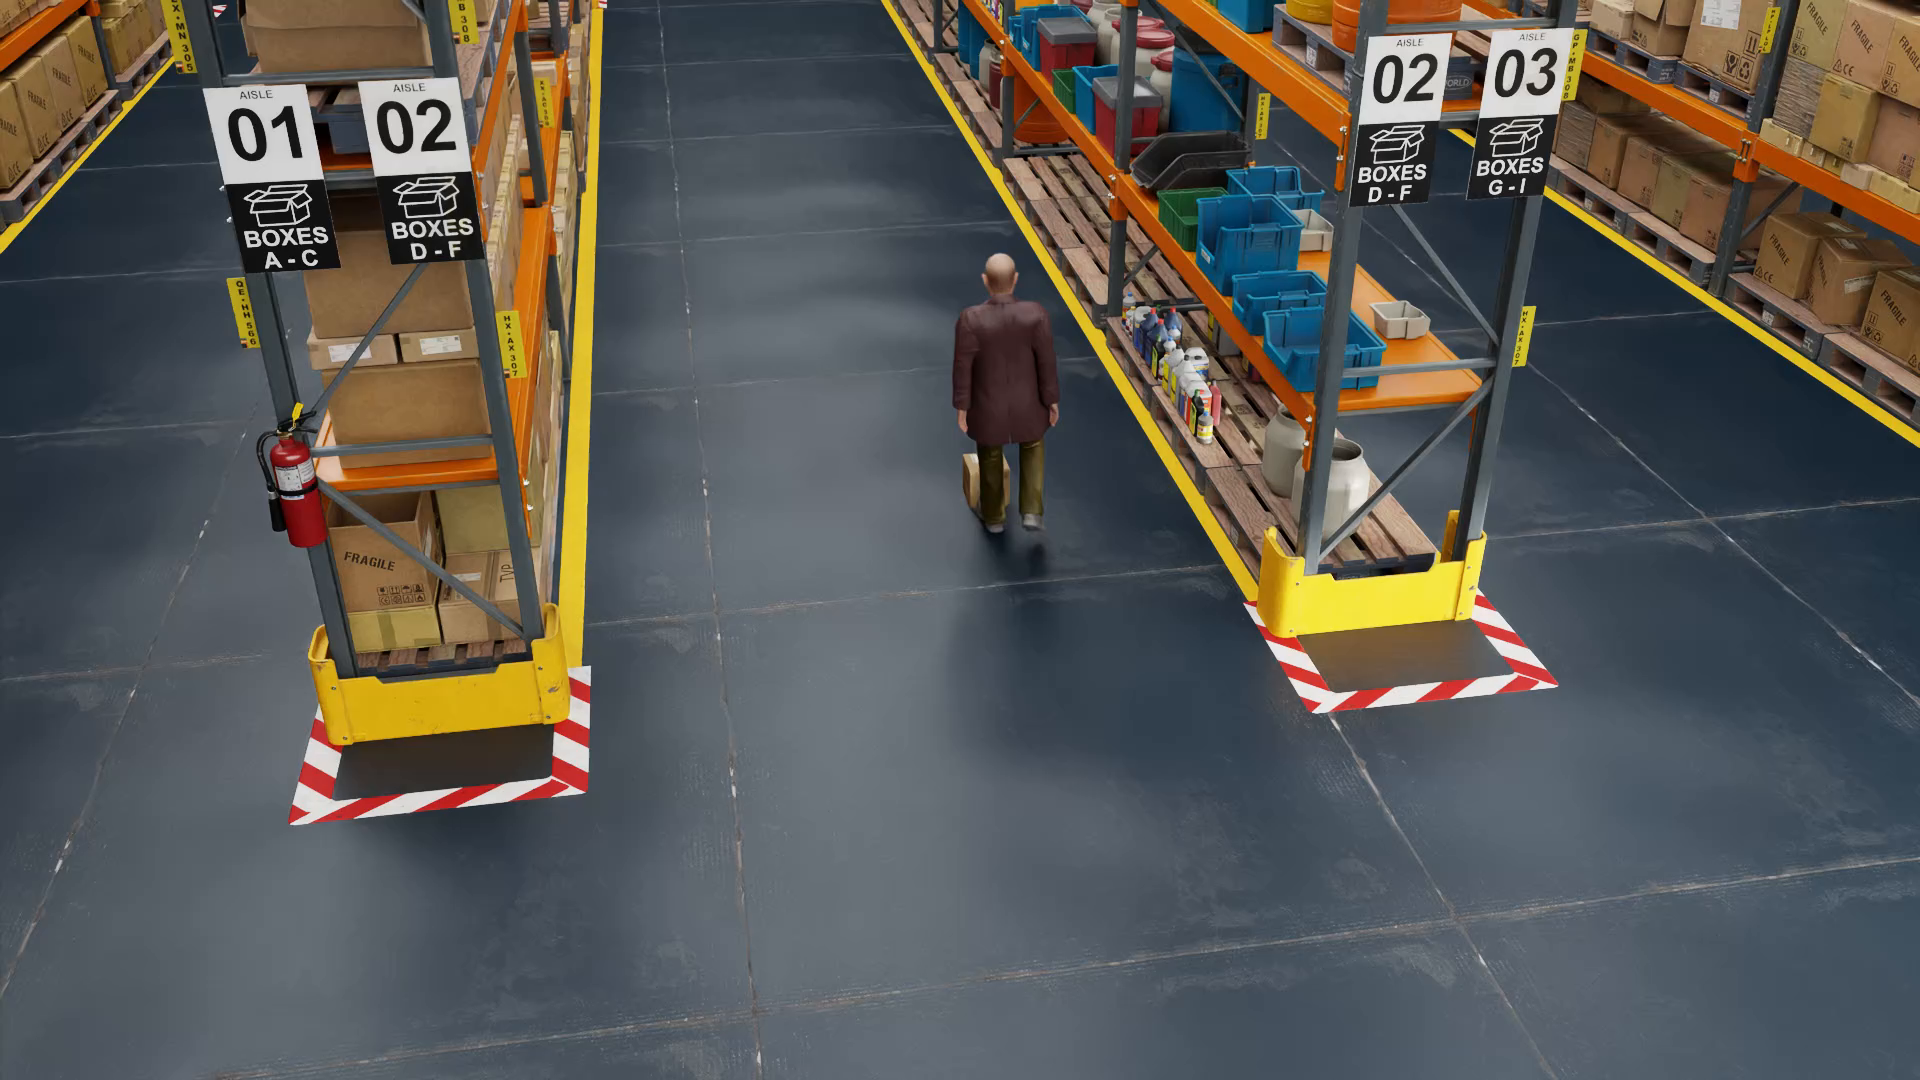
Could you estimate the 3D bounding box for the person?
[{"bbox_3d":[0.256,-0.810,9.510,0.613,1.766,0.686,-2,30,-4],"label":"person"}]
